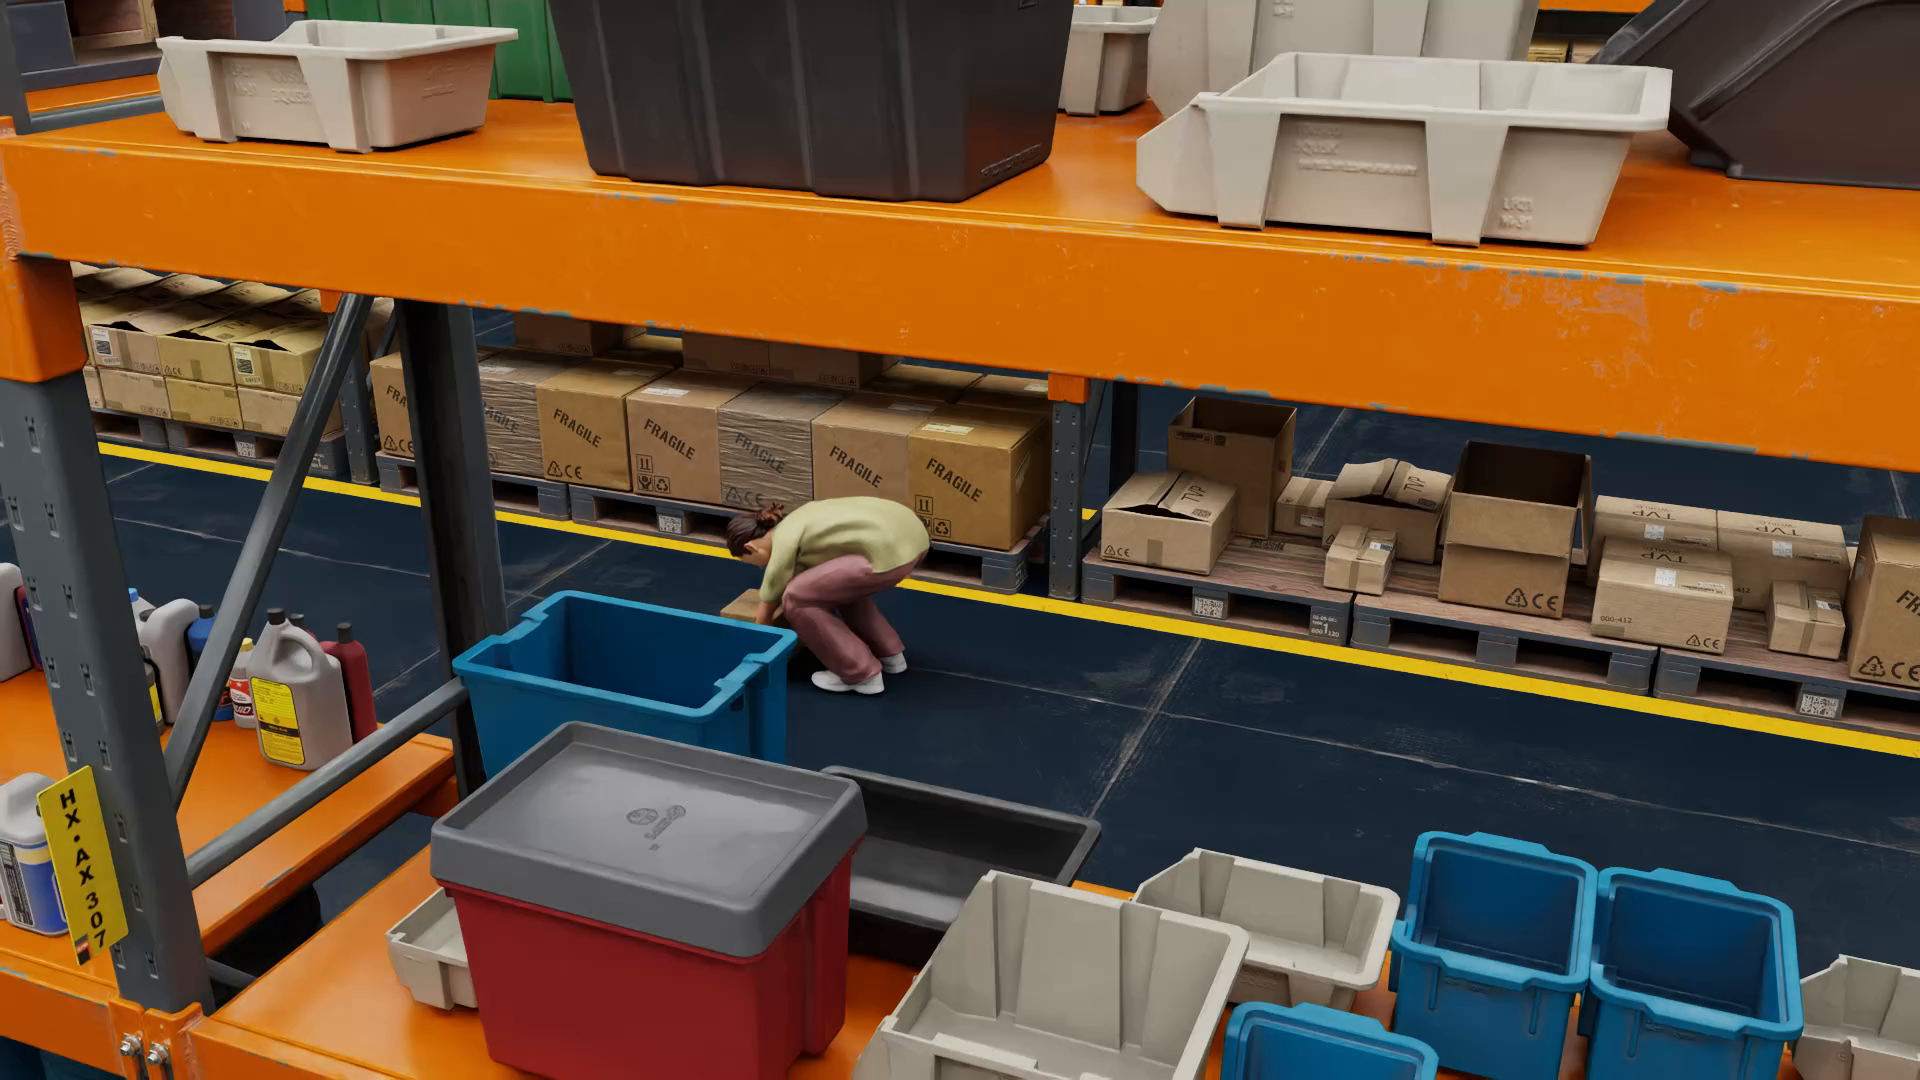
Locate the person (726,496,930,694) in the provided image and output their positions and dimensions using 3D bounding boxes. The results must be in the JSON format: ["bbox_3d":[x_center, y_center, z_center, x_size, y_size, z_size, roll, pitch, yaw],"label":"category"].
[{"bbox_3d":[-0.553,0.202,6.813,0.864,0.795,0.472,8,24,19],"label":"person"}]
